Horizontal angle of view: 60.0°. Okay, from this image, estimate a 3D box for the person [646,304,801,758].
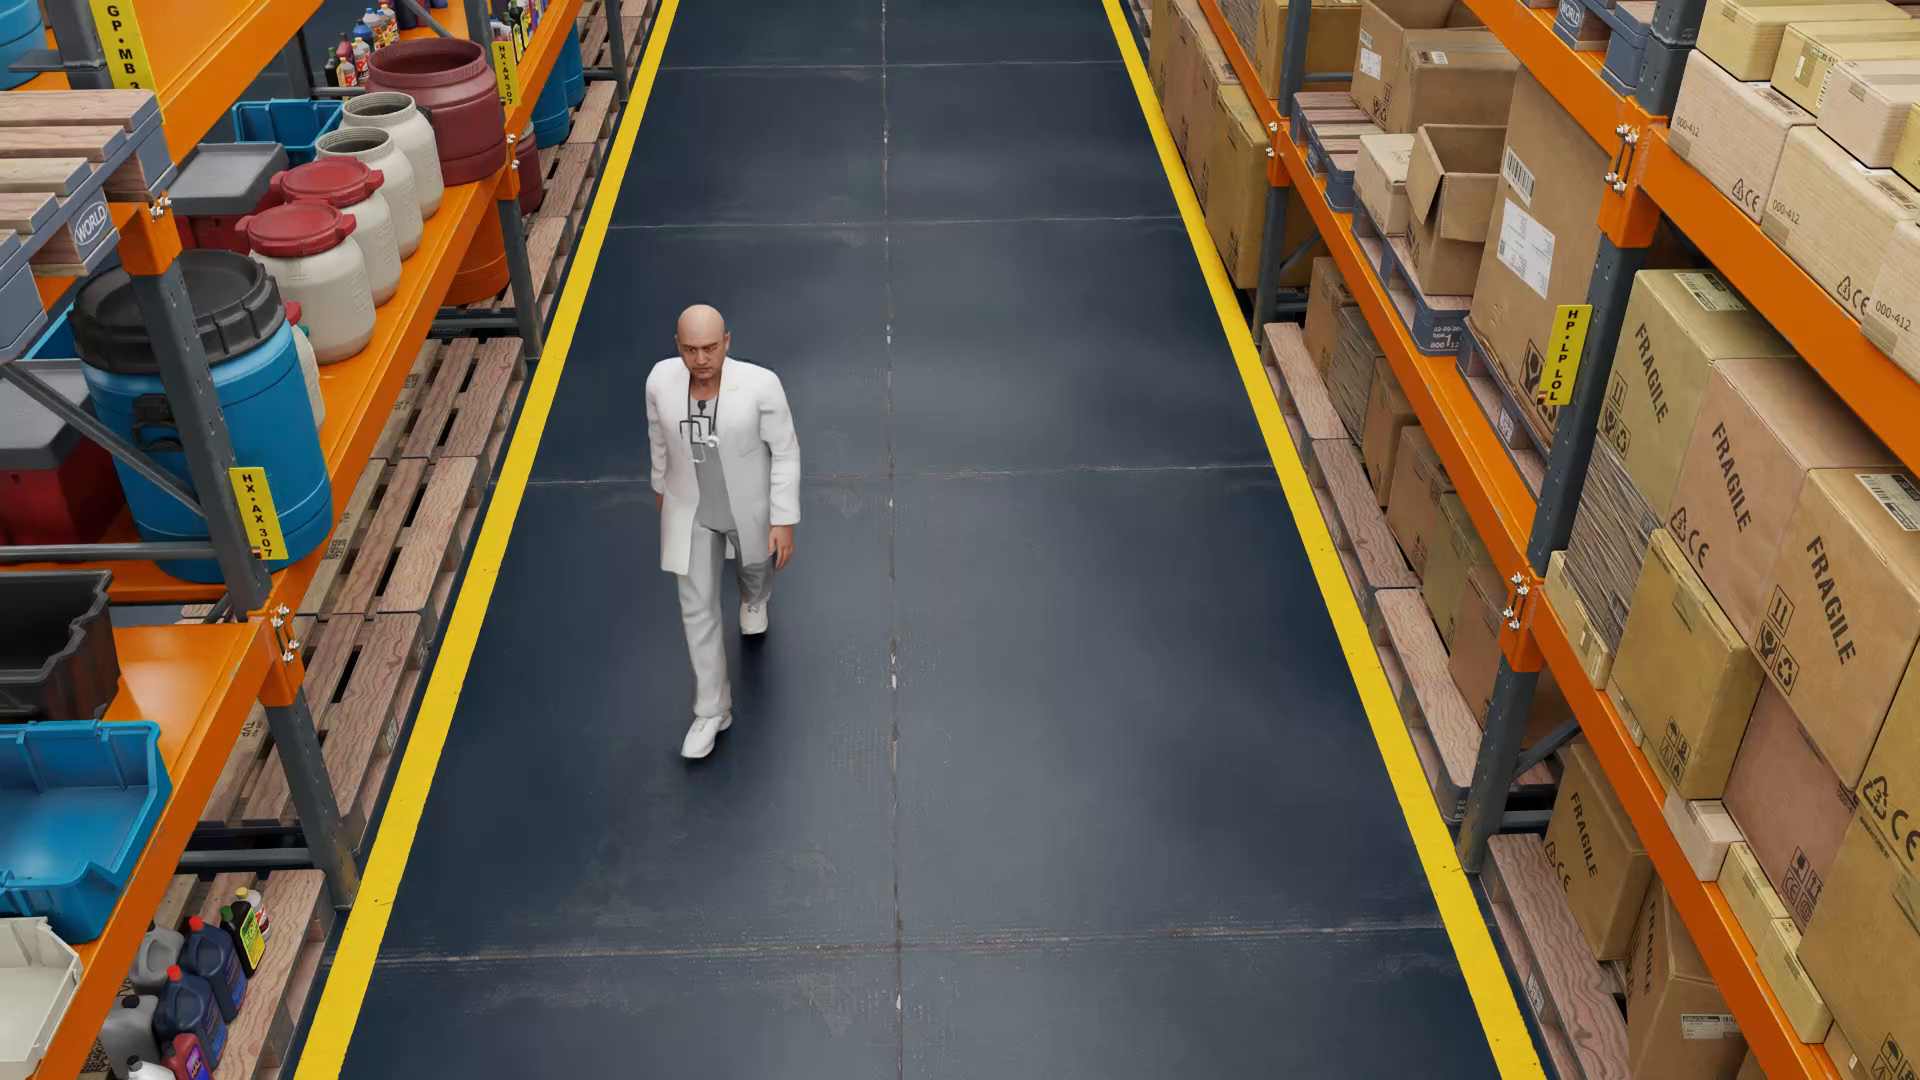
[{"bbox_3d":[-0.900,-0.132,6.362,0.608,1.721,1.152,0,35,-1],"label":"person"}]
